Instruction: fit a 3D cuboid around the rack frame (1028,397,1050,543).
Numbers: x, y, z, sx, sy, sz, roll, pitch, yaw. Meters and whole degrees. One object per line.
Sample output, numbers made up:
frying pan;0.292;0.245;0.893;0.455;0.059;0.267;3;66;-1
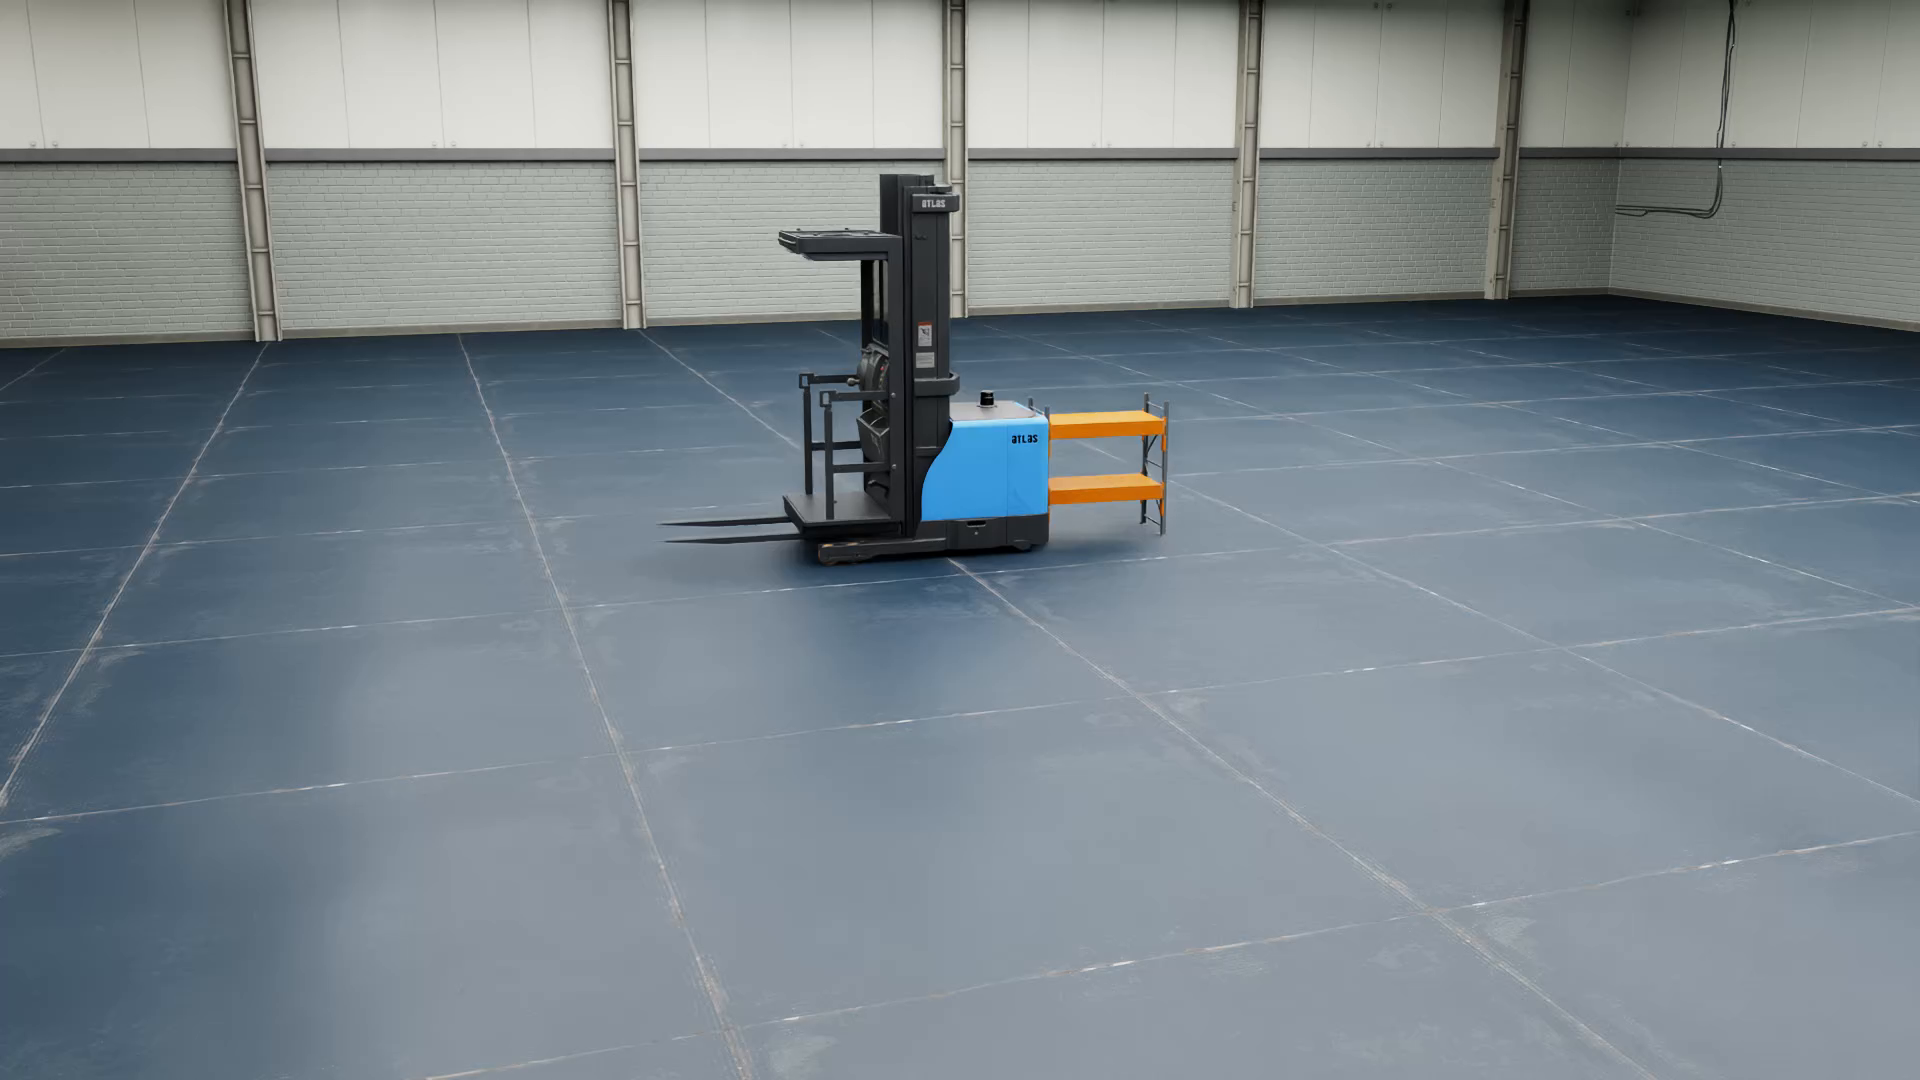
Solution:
rack frame;0.641;-0.577;13.636;0.032;1.125;0.500;-3;14;-14

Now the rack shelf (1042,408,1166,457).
rack shelf;1.134;-0.891;13.692;1.000;0.278;0.538;-3;14;-14

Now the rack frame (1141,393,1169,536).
rack frame;1.626;-0.635;13.883;0.032;1.125;0.500;-3;14;-14

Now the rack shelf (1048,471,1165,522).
rack shelf;1.134;-0.368;13.816;1.000;0.278;0.538;-3;14;-14

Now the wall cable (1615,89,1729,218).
wall cable;14.501;-7.882;34.043;0.112;2.526;3.097;-4;14;-18

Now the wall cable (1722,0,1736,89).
wall cable;15.364;-9.746;30.964;0.112;2.526;3.097;-4;14;-18

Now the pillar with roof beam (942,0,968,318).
pillar with roof beam;1.287;-7.635;26.296;0.400;9.000;9.100;-4;14;-18

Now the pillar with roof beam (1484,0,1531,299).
pillar with roof beam;12.660;-8.521;30.019;0.400;9.000;9.100;-4;14;-18

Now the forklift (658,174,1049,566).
forklift;-0.863;-1.362;13.035;3.031;2.935;1.130;-3;14;-14

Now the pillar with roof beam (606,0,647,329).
pillar with roof beam;-4.400;-7.192;24.434;0.400;9.000;9.100;-4;14;-18

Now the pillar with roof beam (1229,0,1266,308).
pillar with roof beam;6.973;-8.078;28.158;0.400;9.000;9.100;-4;14;-18

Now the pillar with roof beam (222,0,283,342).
pillar with roof beam;-10.087;-6.750;22.573;0.400;9.000;9.100;-4;14;-18

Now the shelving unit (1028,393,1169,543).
shelving unit;1.134;-0.606;13.760;1.048;1.125;0.538;-3;14;-14
